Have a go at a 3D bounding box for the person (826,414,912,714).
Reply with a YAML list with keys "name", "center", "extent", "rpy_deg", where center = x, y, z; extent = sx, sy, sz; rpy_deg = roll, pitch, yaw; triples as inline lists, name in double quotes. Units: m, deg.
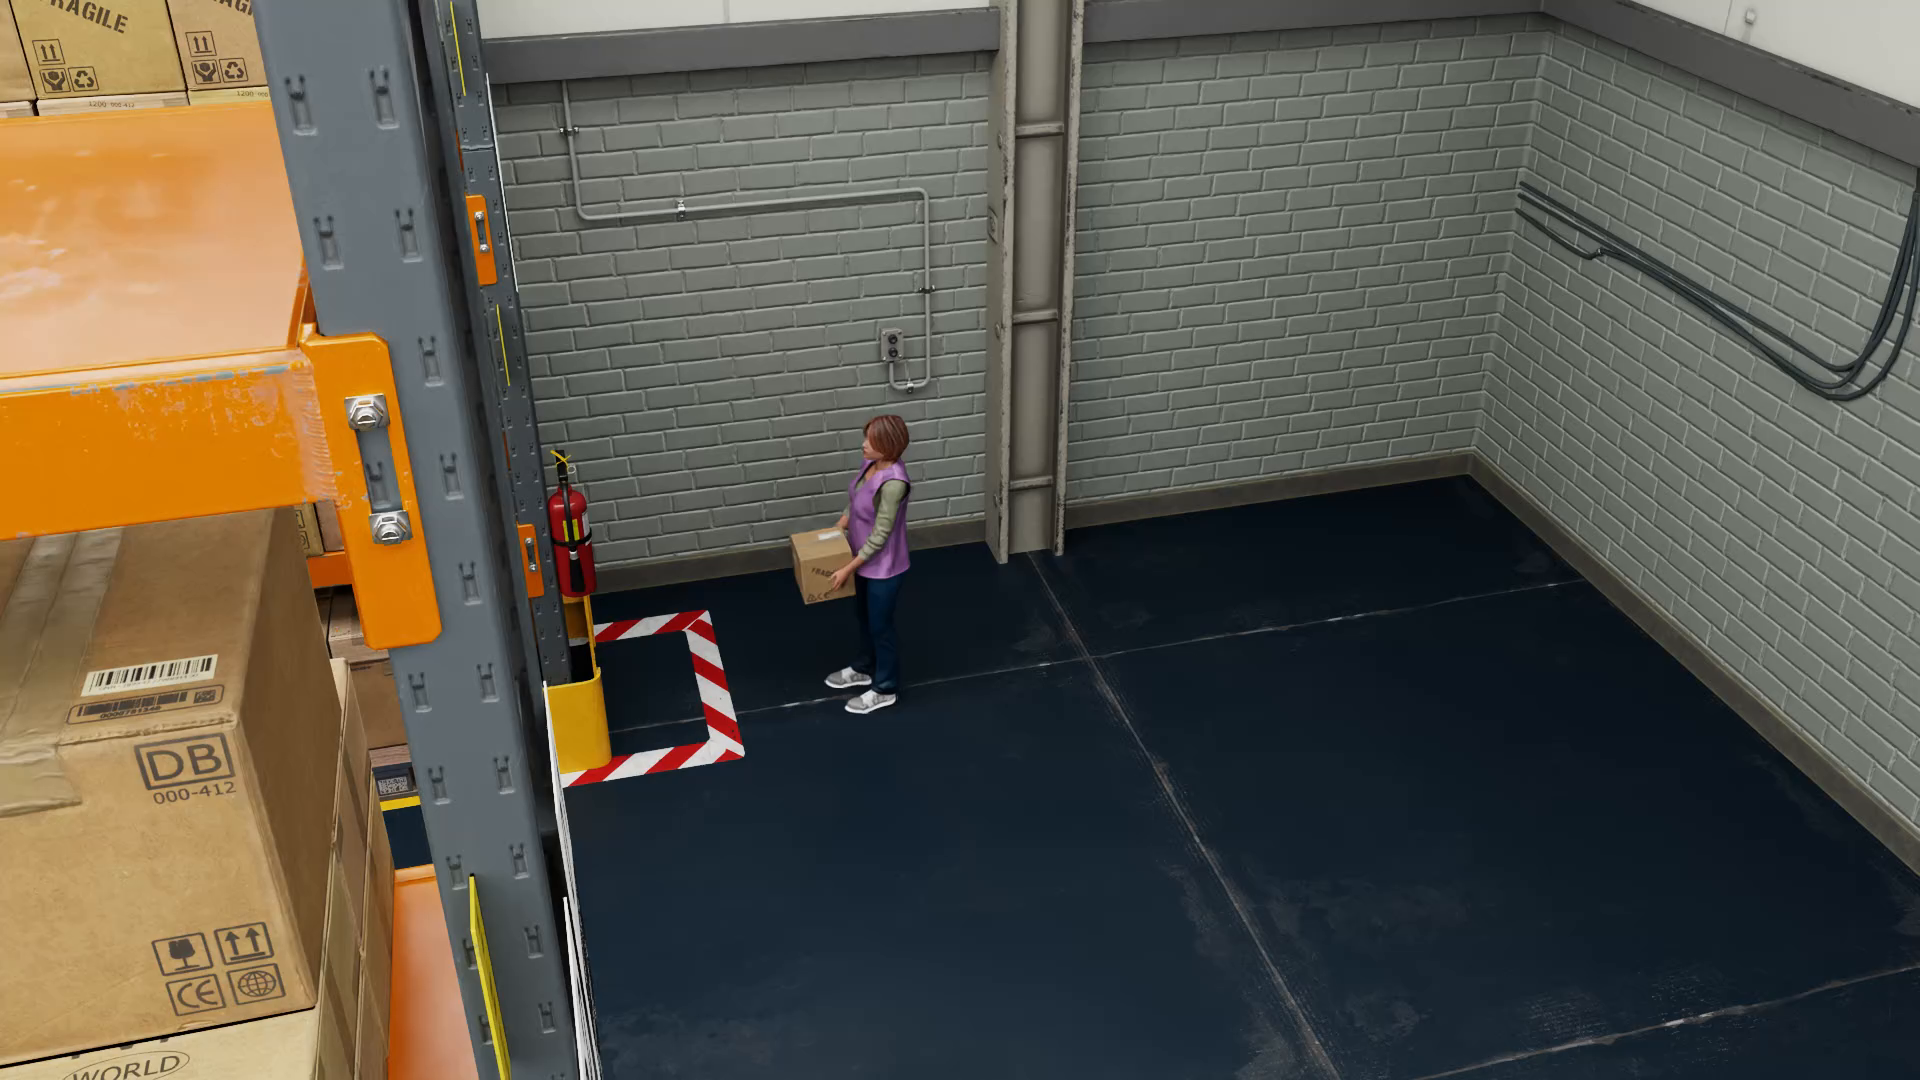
- name: "person"
  center: [-0.451, 0.120, 8.027]
  extent: [0.431, 1.602, 0.452]
  rpy_deg: [-9, 32, -15]
